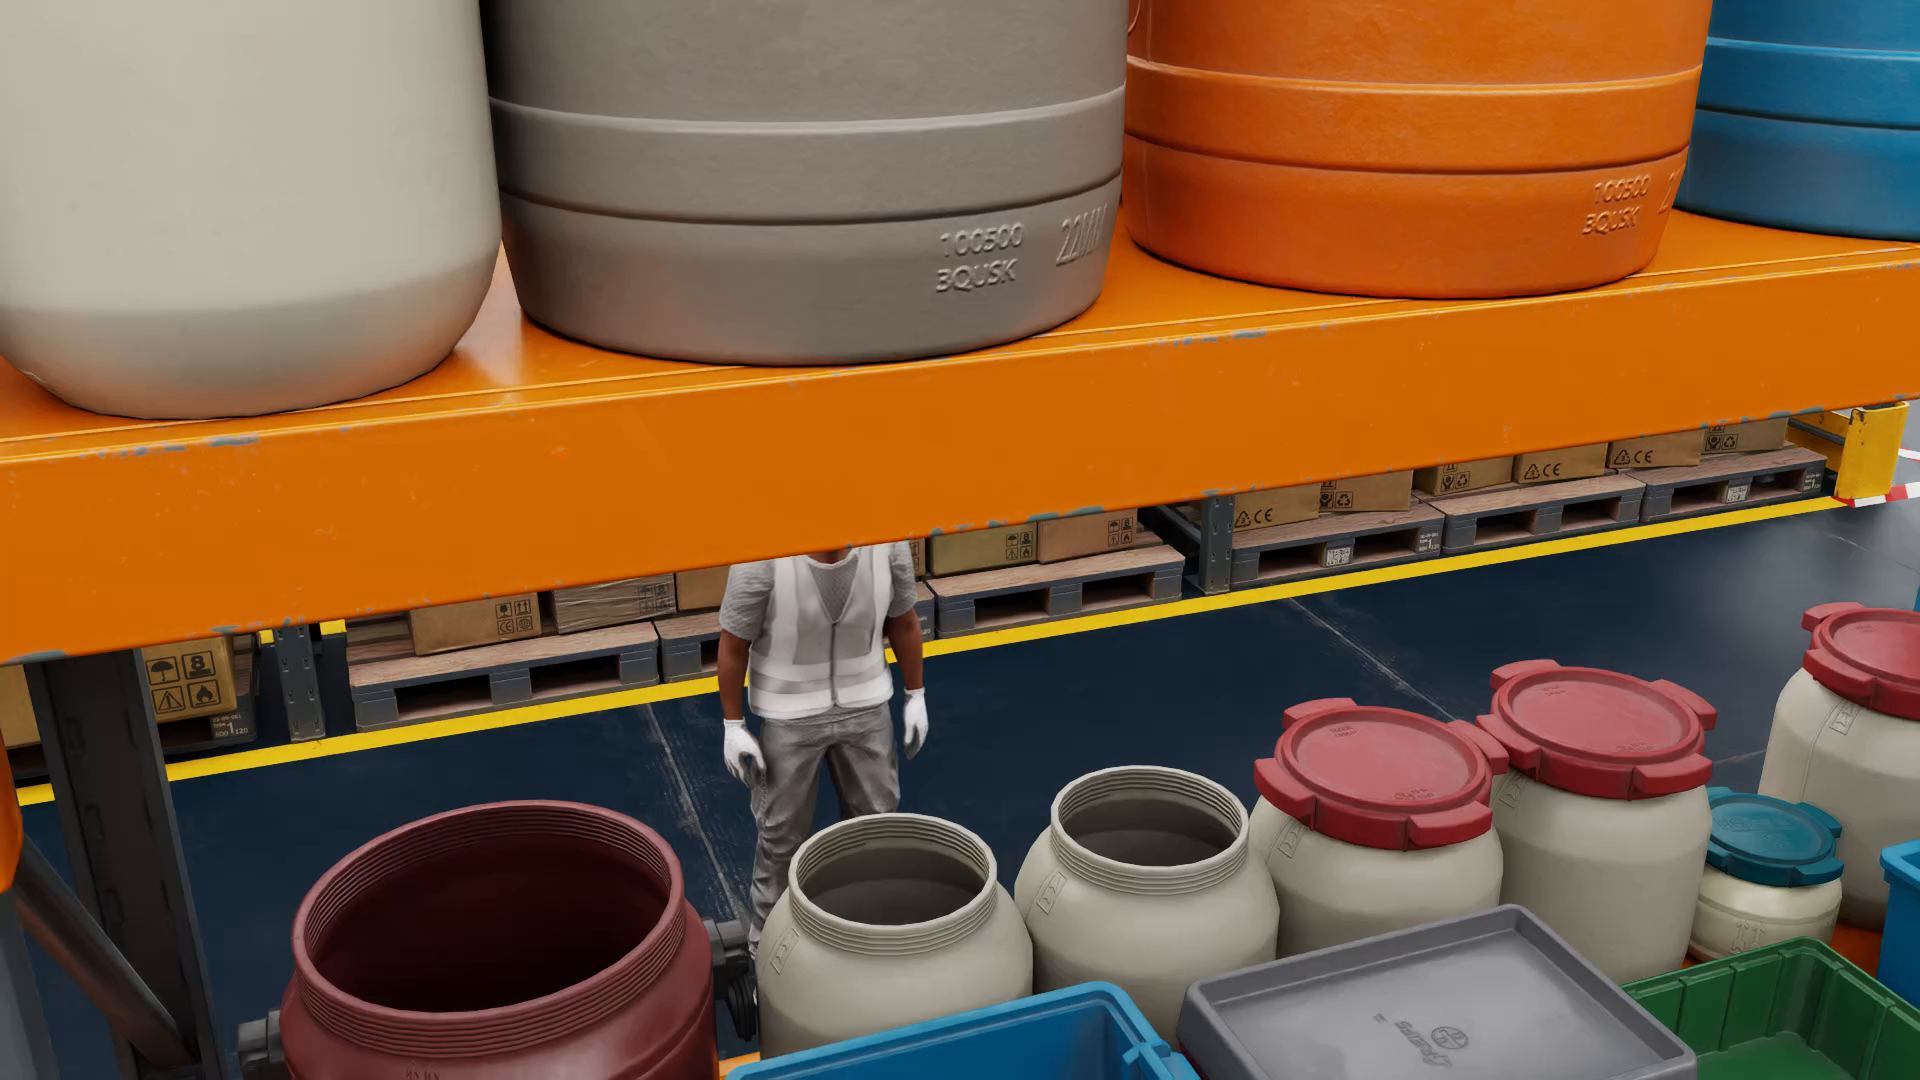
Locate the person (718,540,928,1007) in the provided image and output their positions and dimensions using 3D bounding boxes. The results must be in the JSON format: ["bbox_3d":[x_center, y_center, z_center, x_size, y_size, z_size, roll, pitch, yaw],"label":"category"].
[{"bbox_3d":[-0.388,0.515,4.823,0.622,1.774,0.453,-8,24,-20],"label":"person"}]
